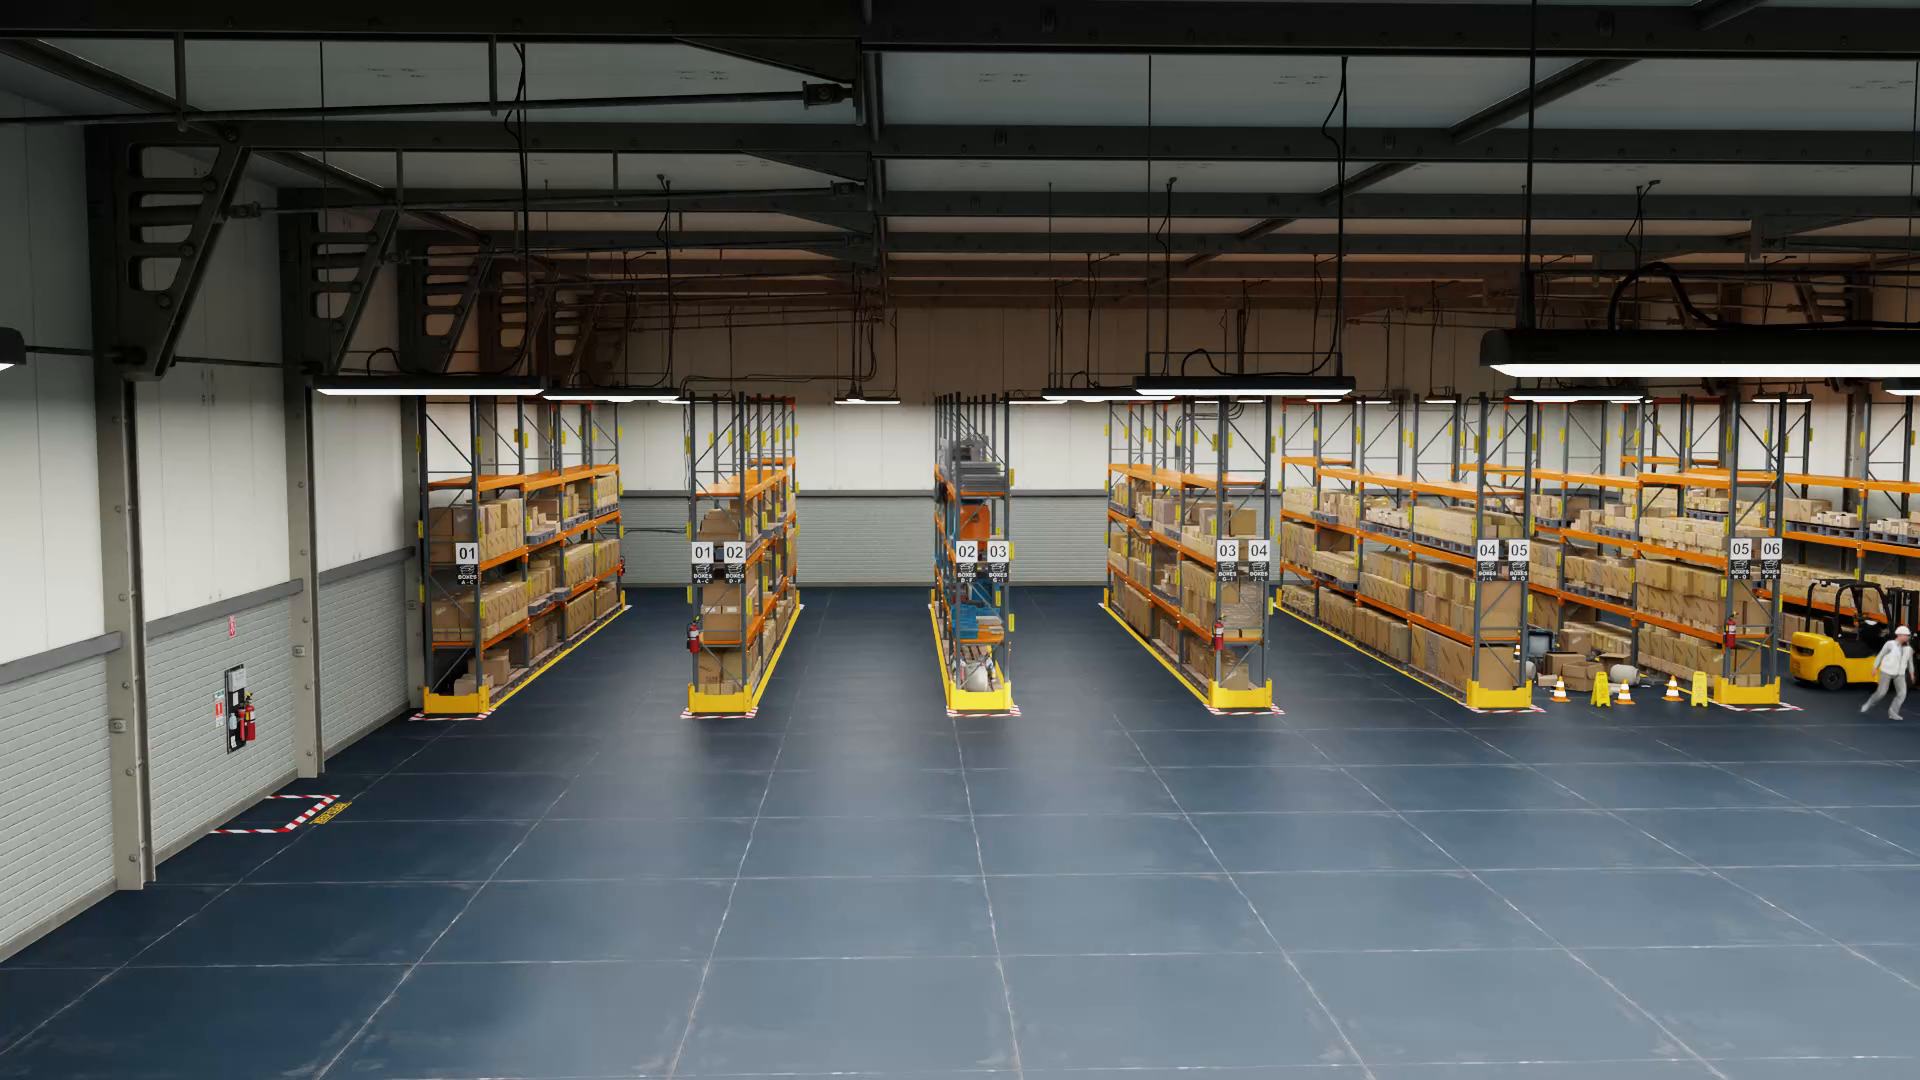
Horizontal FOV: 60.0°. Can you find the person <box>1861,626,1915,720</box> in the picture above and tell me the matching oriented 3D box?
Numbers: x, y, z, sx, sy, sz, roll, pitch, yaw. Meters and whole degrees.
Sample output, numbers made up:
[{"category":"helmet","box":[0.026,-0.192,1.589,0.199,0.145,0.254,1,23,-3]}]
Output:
[{"category":"person","box":[17.074,2.416,30.570,0.730,1.714,0.735,0,5,-6]}]

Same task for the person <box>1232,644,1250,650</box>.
[{"category":"person","box":[6.764,1.793,39.198,0.735,1.582,0.597,1,5,17]}]
